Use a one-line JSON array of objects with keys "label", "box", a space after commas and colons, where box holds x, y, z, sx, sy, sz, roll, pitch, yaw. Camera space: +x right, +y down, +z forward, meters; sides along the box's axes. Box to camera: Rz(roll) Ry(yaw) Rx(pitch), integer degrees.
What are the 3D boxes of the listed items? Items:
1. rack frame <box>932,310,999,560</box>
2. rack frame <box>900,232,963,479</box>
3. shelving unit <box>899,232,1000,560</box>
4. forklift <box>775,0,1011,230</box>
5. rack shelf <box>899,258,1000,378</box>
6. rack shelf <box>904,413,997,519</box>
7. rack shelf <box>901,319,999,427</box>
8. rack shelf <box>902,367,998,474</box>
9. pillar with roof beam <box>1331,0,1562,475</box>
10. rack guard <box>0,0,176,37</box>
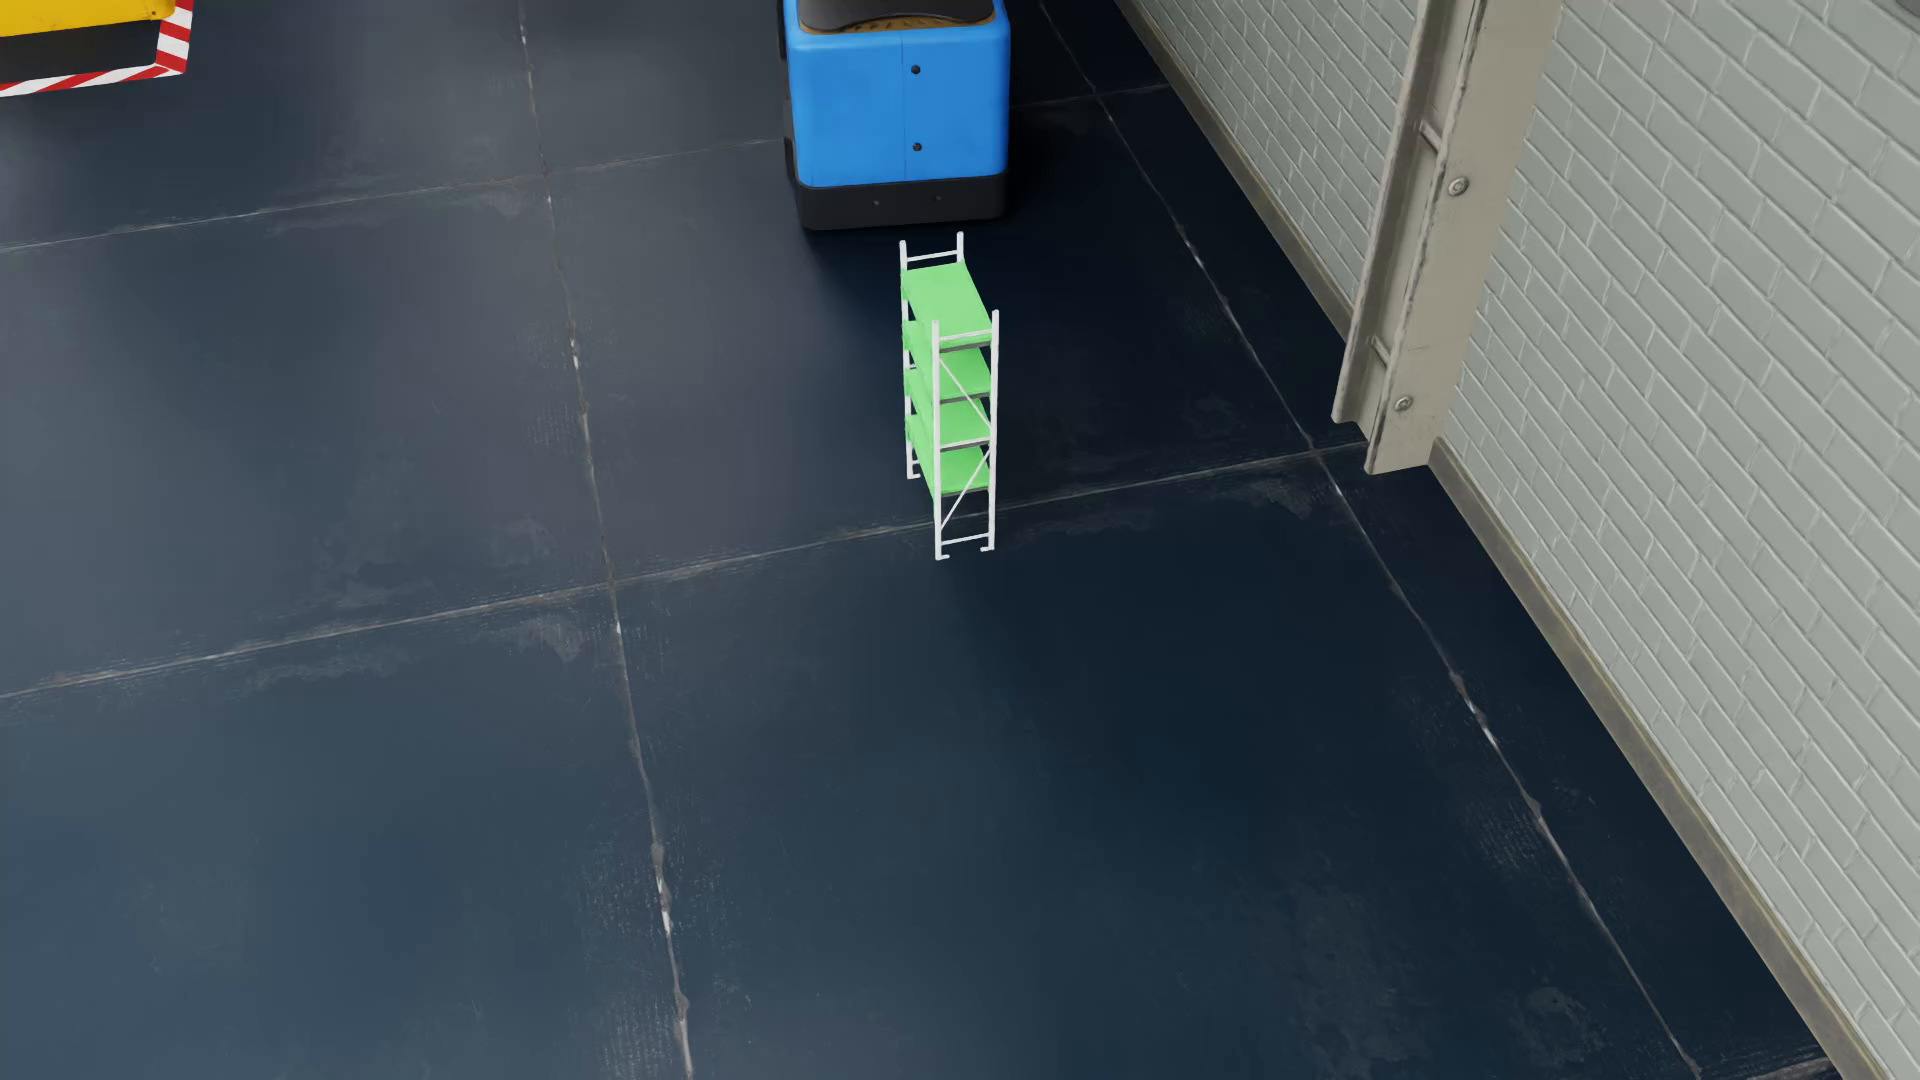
[{"label": "rack frame", "box": [0.020, -0.366, 6.268, 0.240, 1.200, 0.015, -11, 47, -10]}, {"label": "rack frame", "box": [-0.105, -0.703, 6.599, 0.240, 1.200, 0.015, -11, 47, -10]}, {"label": "shelving unit", "box": [-0.042, -0.534, 6.433, 0.258, 1.200, 0.503, -11, 47, -10]}, {"label": "forklift", "box": [-0.444, -3.599, 8.225, 1.130, 2.935, 3.031, -5, 46, -5]}, {"label": "rack shelf", "box": [-0.042, -0.825, 6.136, 0.258, 0.148, 0.480, -11, 47, -10]}, {"label": "rack shelf", "box": [-0.042, -0.322, 6.651, 0.258, 0.148, 0.480, -11, 47, -10]}, {"label": "rack shelf", "box": [-0.042, -0.658, 6.308, 0.258, 0.148, 0.480, -11, 47, -10]}, {"label": "rack shelf", "box": [-0.042, -0.490, 6.479, 0.258, 0.148, 0.480, -11, 47, -10]}, {"label": "pillar with roof beam", "box": [-2.339, -2.801, 3.194, 9.100, 9.000, 0.400, -11, 47, -10]}, {"label": "rack guard", "box": [-5.224, -3.252, 9.587, 1.175, 0.500, 0.348, -11, 47, -10]}]
